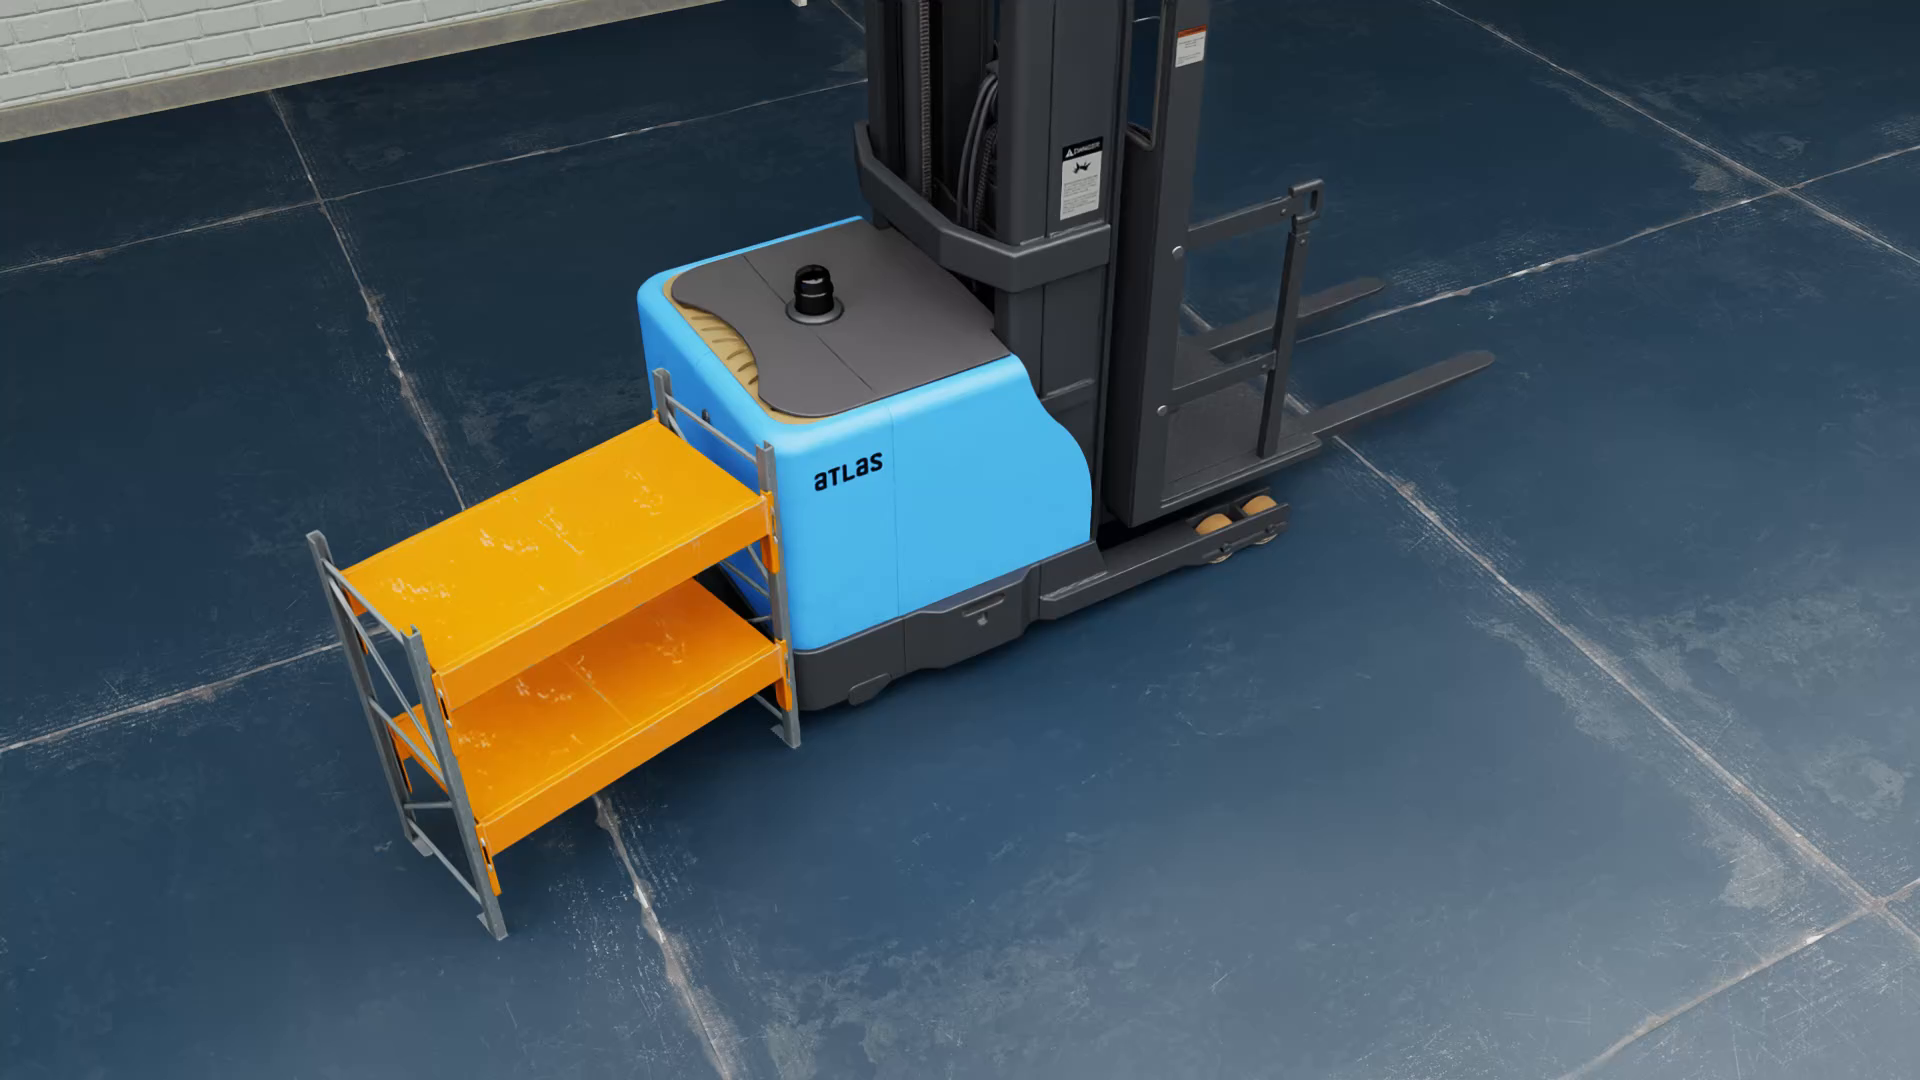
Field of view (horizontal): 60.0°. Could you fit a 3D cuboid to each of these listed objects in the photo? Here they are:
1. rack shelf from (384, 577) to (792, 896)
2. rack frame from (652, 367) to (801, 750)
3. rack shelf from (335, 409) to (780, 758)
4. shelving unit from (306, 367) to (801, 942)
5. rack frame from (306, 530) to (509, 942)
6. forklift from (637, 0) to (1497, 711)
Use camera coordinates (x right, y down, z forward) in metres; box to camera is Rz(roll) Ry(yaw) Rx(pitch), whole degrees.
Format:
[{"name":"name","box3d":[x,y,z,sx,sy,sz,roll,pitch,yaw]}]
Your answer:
[{"name":"rack shelf","box3d":[-1.032,0.489,4.680,1.000,0.278,0.538,-31,49,-32]},{"name":"rack frame","box3d":[-0.662,0.077,4.788,0.032,1.125,0.500,-31,49,-32]},{"name":"rack shelf","box3d":[-1.032,0.079,4.333,1.000,0.278,0.538,-31,49,-32]},{"name":"shelving unit","box3d":[-1.032,0.303,4.522,1.048,1.125,0.538,-31,49,-32]},{"name":"rack frame","box3d":[-1.402,0.528,4.256,0.032,1.125,0.500,-31,49,-32]},{"name":"forklift","box3d":[0.537,-1.313,5.033,3.031,2.935,1.130,-21,45,-23]}]
